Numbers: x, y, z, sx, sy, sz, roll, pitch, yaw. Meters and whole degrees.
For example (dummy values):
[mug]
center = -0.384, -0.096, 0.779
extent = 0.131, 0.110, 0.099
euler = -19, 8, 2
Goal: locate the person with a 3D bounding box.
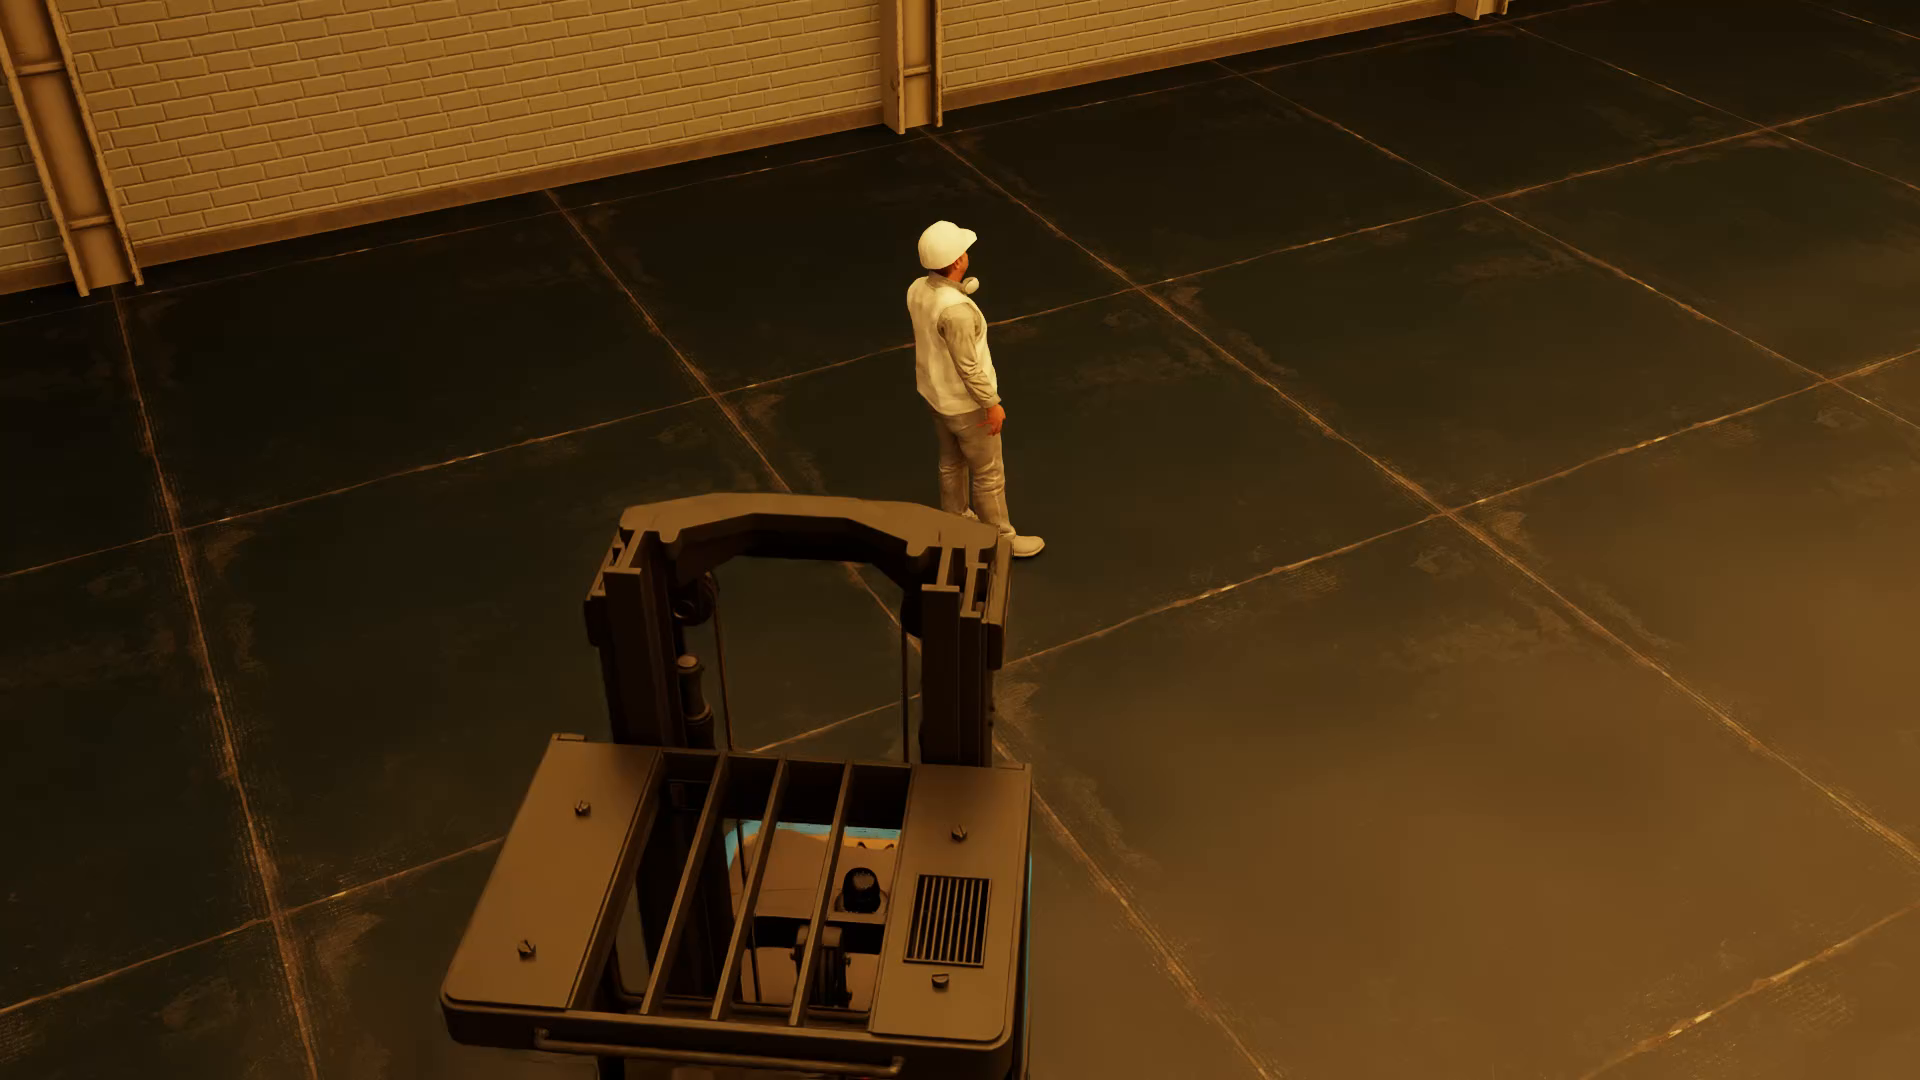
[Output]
[person]
center = 0.059, -0.744, 8.165
extent = 0.566, 1.775, 0.634
euler = -17, 39, -23

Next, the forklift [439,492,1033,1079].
[forklift]
center = -0.407, 1.475, 4.036
extent = 1.130, 2.935, 3.031
euler = 3, 35, 4
